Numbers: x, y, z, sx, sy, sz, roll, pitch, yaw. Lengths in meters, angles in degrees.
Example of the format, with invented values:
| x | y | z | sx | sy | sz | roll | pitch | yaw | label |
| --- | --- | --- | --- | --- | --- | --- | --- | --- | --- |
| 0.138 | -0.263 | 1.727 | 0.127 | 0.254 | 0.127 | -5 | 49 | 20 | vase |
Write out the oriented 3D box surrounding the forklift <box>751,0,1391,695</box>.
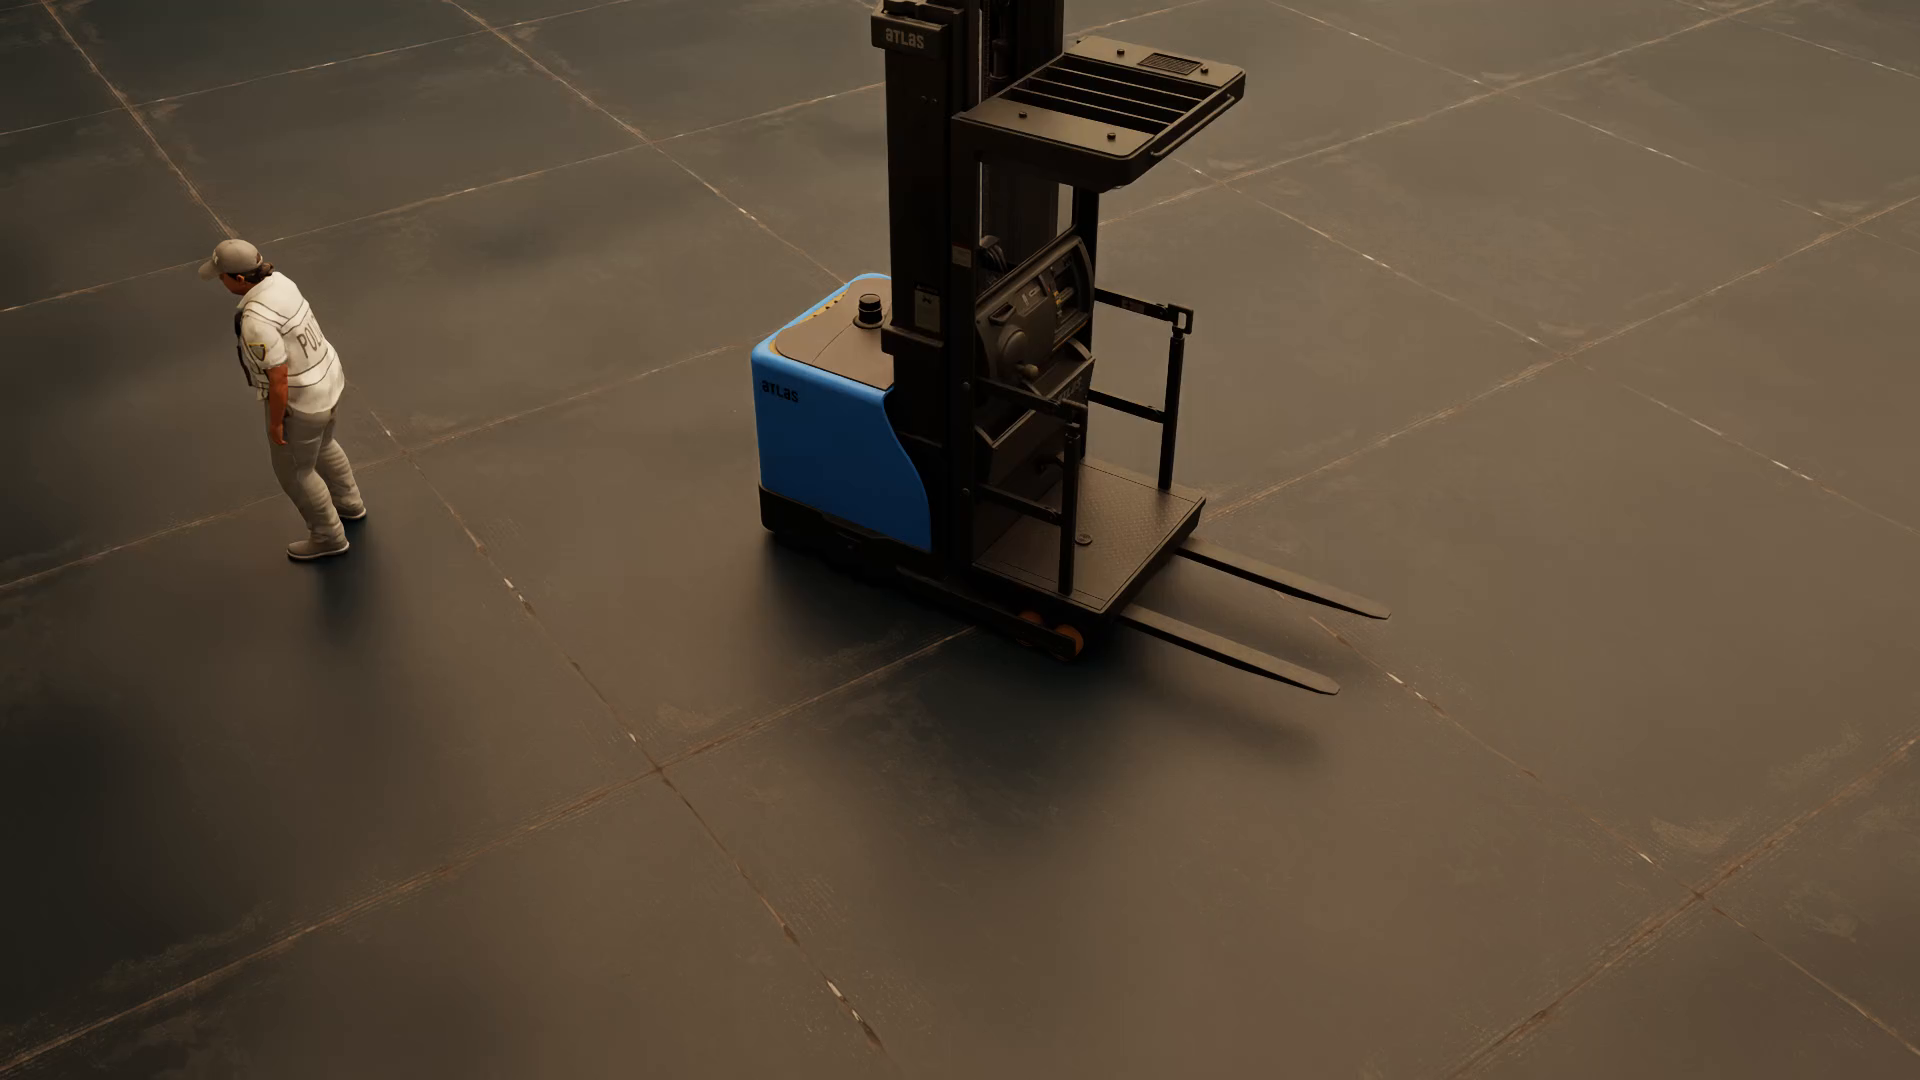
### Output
| x | y | z | sx | sy | sz | roll | pitch | yaw | label |
| --- | --- | --- | --- | --- | --- | --- | --- | --- | --- |
| 0.514 | -0.985 | 7.276 | 3.031 | 2.935 | 1.130 | 21 | 41 | 26 | forklift |

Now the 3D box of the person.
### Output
| x | y | z | sx | sy | sz | roll | pitch | yaw | label |
| --- | --- | --- | --- | --- | --- | --- | --- | --- | --- |
| -3.193 | -0.689 | 7.944 | 0.471 | 1.665 | 0.562 | -1 | 36 | -1 | person |
